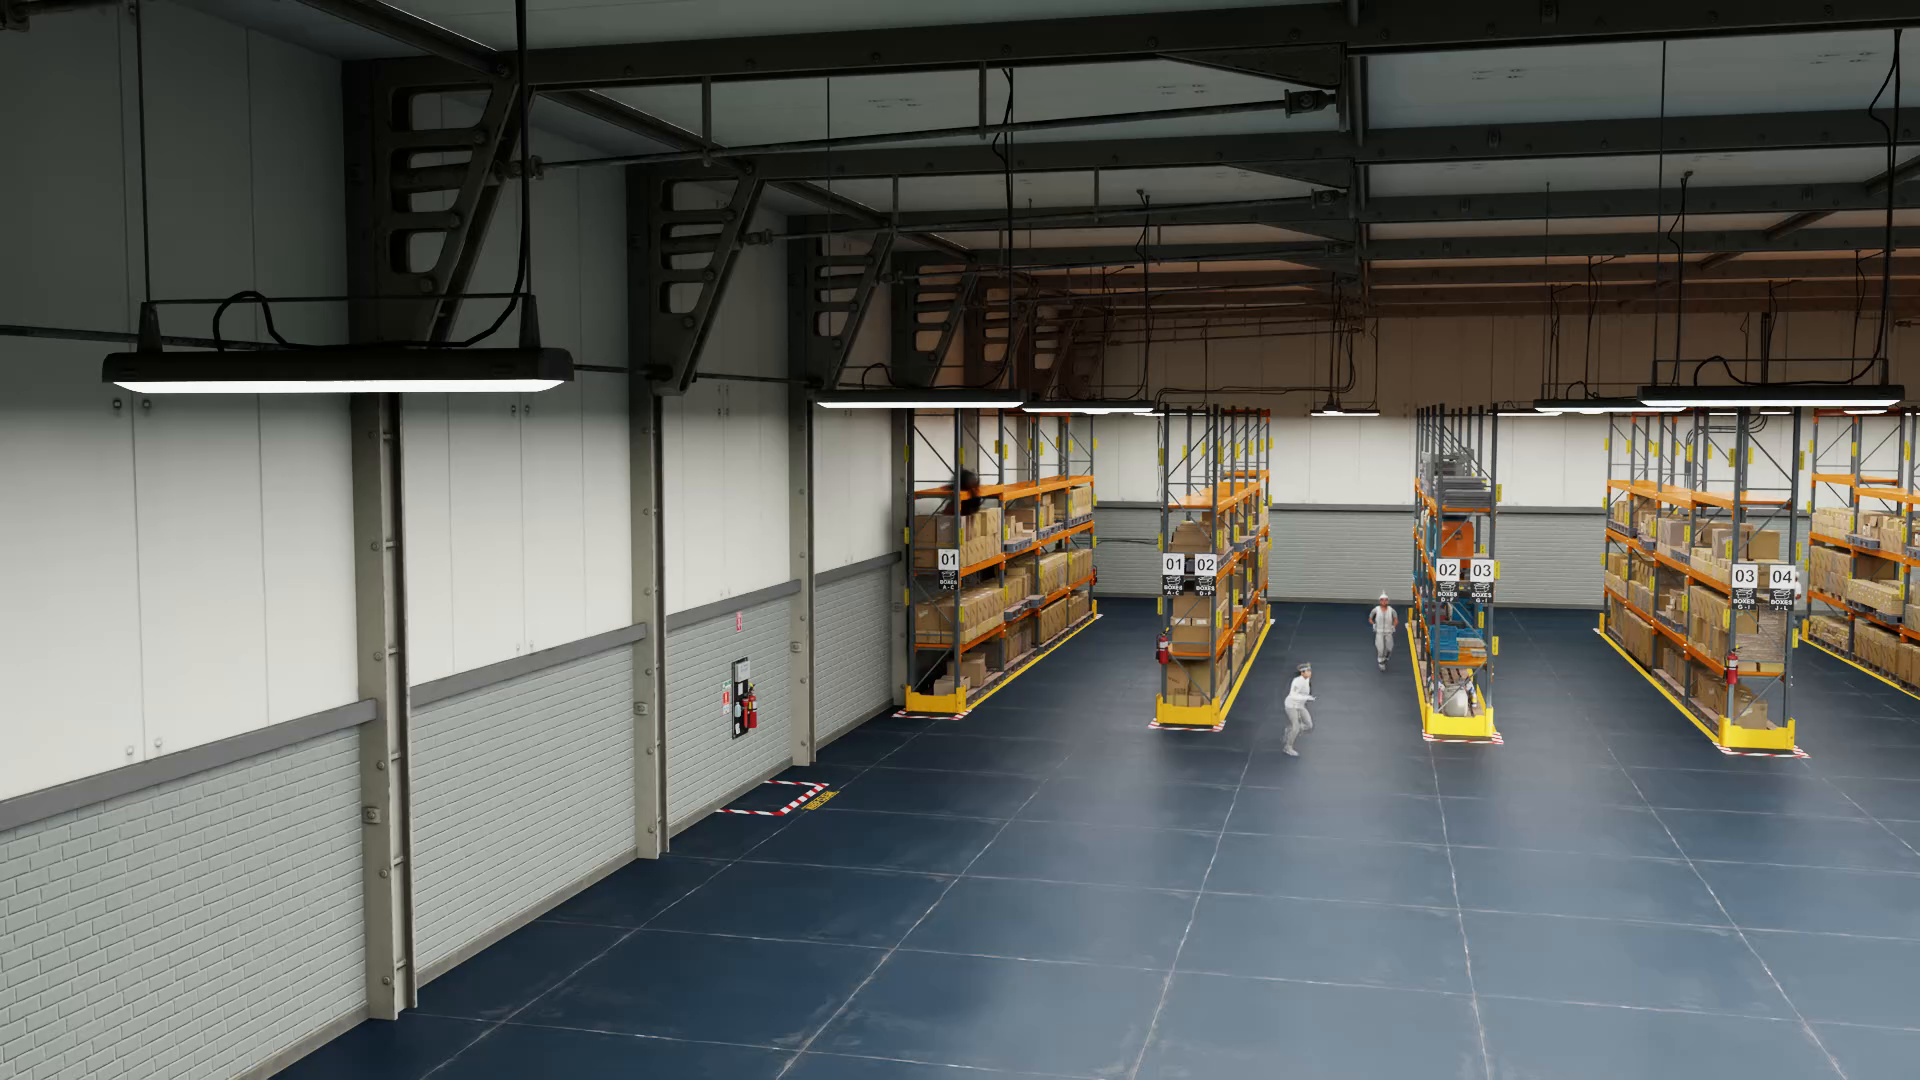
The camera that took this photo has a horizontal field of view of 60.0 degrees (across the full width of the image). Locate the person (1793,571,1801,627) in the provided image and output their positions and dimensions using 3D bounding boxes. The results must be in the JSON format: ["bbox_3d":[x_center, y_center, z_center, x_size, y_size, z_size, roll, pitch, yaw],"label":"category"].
[{"bbox_3d":[22.203,1.654,44.590,0.551,1.666,0.761,1,4,19],"label":"person"}]

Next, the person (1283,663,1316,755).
[{"bbox_3d":[5.779,2.870,28.241,0.597,1.628,0.660,-4,6,-45],"label":"person"}]

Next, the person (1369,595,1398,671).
[{"bbox_3d":[9.606,2.106,37.715,0.648,1.737,0.614,1,4,8],"label":"person"}]
